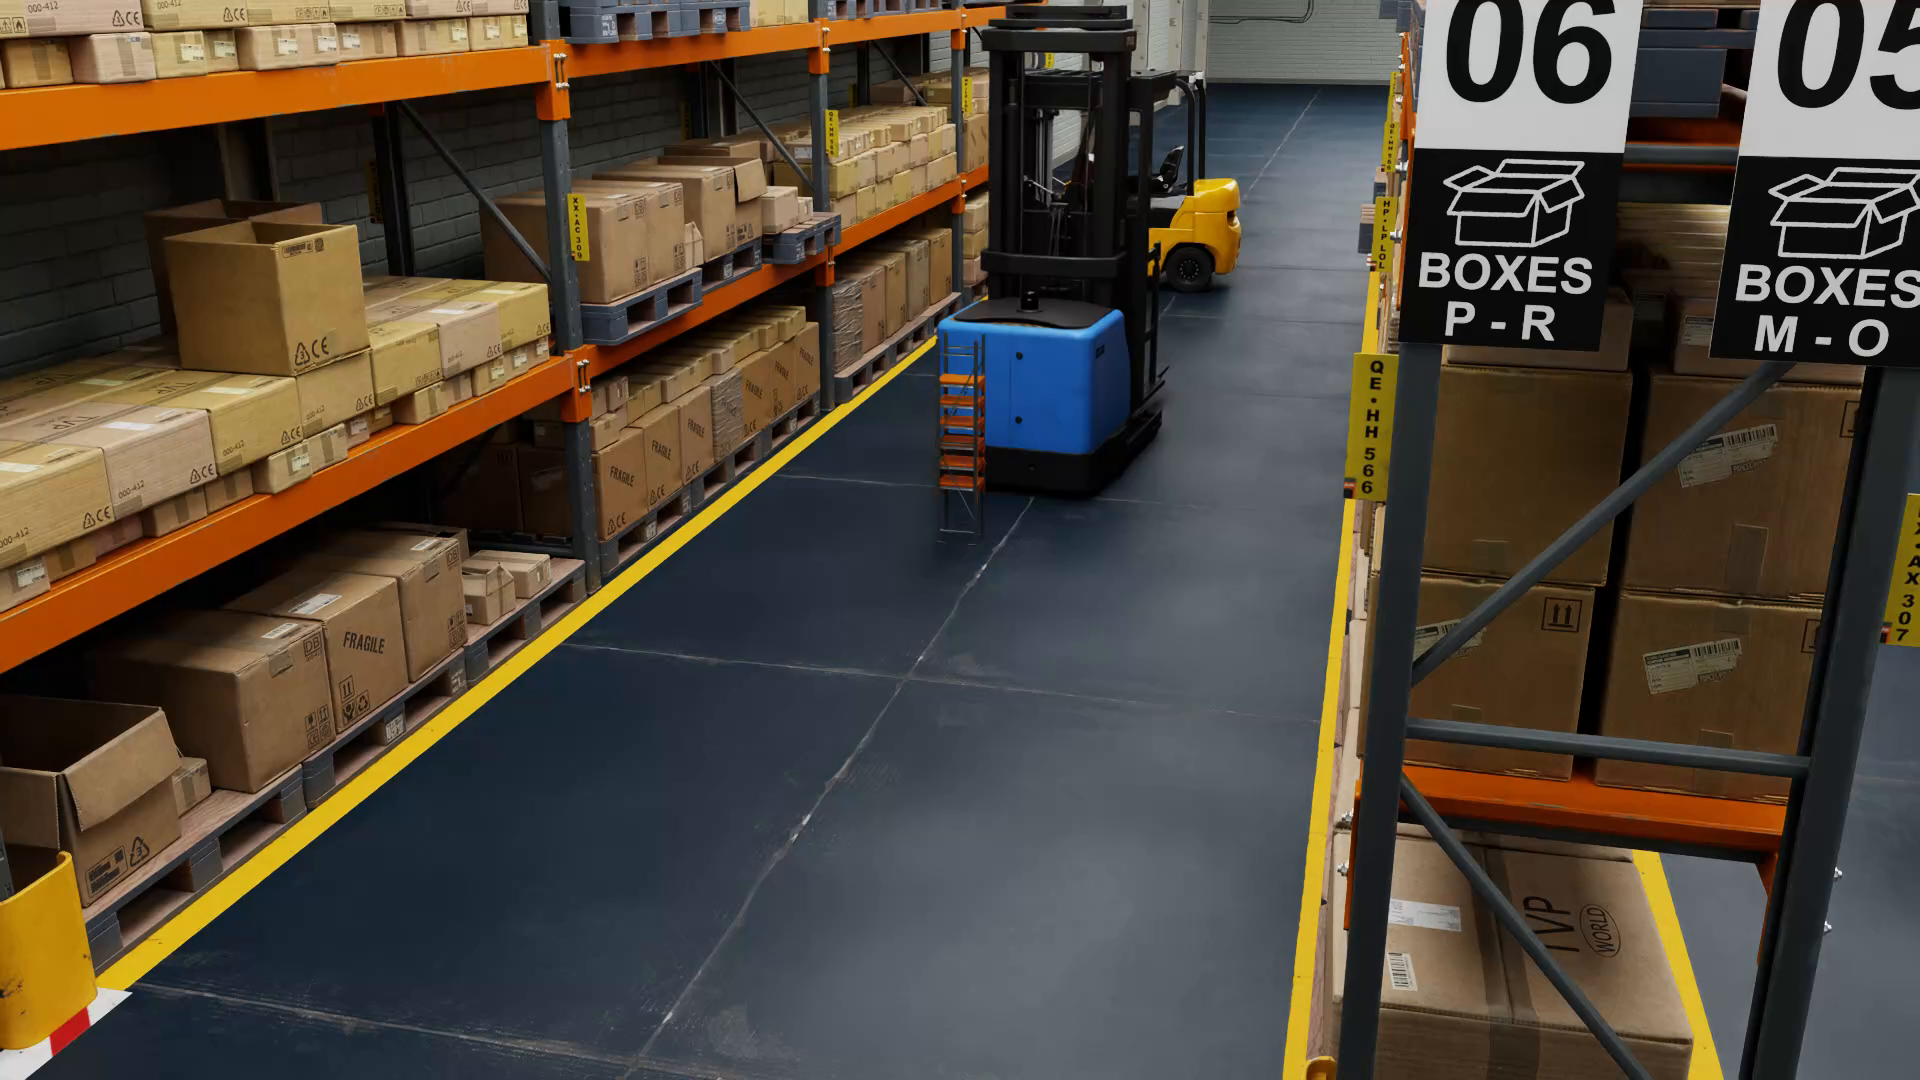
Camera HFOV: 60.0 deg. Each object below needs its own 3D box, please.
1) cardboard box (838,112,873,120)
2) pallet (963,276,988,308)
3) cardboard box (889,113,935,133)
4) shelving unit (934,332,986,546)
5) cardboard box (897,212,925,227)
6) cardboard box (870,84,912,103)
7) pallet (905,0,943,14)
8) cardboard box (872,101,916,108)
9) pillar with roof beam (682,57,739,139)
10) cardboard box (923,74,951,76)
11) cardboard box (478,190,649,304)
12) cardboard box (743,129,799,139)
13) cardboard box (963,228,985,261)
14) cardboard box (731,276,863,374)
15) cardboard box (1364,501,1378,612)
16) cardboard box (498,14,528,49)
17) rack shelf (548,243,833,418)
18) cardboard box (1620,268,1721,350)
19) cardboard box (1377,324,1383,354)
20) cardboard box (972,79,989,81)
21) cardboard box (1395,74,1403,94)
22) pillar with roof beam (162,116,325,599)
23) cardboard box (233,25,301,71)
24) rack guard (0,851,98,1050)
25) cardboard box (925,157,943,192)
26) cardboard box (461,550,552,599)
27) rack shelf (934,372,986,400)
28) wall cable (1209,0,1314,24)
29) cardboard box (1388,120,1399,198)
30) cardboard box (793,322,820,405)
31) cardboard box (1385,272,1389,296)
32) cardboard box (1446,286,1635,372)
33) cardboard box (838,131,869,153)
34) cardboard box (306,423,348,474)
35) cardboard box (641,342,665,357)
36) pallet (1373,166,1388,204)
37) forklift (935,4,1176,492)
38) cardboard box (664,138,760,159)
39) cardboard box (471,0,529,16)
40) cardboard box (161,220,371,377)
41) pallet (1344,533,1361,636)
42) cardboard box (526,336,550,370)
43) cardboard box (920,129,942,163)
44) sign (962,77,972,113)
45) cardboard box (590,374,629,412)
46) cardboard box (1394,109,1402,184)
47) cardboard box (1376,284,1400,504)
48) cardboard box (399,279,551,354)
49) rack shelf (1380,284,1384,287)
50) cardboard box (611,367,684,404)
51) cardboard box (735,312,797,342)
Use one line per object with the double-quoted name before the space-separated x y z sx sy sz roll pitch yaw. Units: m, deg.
"cardboard box" -0.982 -3.708 14.744 0.380 0.149 0.250 4 19 13
"pallet" -0.233 -2.613 17.011 1.003 0.211 1.213 5 19 13
"cardboard box" -0.428 -3.668 14.629 0.380 0.149 0.250 4 19 12
"shelving unit" 0.004 -0.572 9.507 0.258 1.200 0.189 5 19 13
"cardboard box" -0.535 -3.227 16.551 0.500 0.250 0.500 5 20 14
"cardboard box" -0.683 -4.306 16.034 0.380 0.149 0.250 5 19 14
"pallet" -0.671 -4.738 14.574 0.805 0.209 1.217 4 19 11
"cardboard box" -0.638 -4.162 16.074 0.380 0.149 0.250 5 19 13
"pillar with roof beam" 2.174 -5.412 11.609 9.100 9.000 0.400 5 19 13
"cardboard box" -0.185 -4.864 17.670 0.380 0.149 0.250 5 19 14
"cardboard box" -2.087 -1.559 8.807 0.700 0.500 0.500 5 20 15
"cardboard box" -1.492 -3.155 13.125 0.380 0.149 0.250 4 19 12
"cardboard box" -0.050 -2.948 16.508 0.500 0.250 0.500 5 19 13
"cardboard box" -1.279 -1.702 13.055 0.875 0.625 0.625 5 20 15
"cardboard box" 1.529 -0.072 5.103 0.500 0.500 0.500 5 20 15
"cardboard box" -2.224 -2.344 7.657 0.380 0.149 0.250 5 19 13
"rack shelf" -1.934 -1.466 10.451 1.077 0.370 4.000 5 19 13
"cardboard box" 1.765 -0.539 3.920 0.380 0.149 0.250 5 20 15
"cardboard box" 2.898 -0.746 9.869 0.875 0.875 0.875 5 19 14
"cardboard box" 0.127 -4.584 16.849 0.380 0.149 0.250 4 19 13
"cardboard box" 3.889 -3.870 14.109 0.380 0.149 0.250 5 19 13
"pillar with roof beam" 0.708 -3.531 6.103 9.100 9.000 0.400 5 19 13
"cardboard box" -2.628 -1.780 6.007 0.380 0.149 0.250 5 19 13
"rack guard" -3.381 1.234 5.302 1.175 0.500 0.348 5 19 13
"cardboard box" -0.455 -3.279 14.879 0.500 0.250 0.500 5 19 13
"cardboard box" -2.274 0.169 8.313 0.380 0.149 0.250 4 19 12
"rack shelf" 0.004 -0.871 9.405 0.258 0.103 0.180 5 19 13
"wall cable" 8.797 -16.385 48.539 3.097 2.526 0.112 5 19 13
"cardboard box" 3.211 -2.593 11.375 0.500 0.500 0.500 4 19 12
"cardboard box" -1.340 -1.299 12.068 0.500 0.500 0.500 5 20 15
"cardboard box" 2.499 -1.431 8.696 0.500 0.250 0.500 5 20 15
"cardboard box" 1.308 -0.490 3.777 0.380 0.149 0.250 5 19 14
"cardboard box" -0.928 -3.113 13.003 0.380 0.149 0.250 5 19 14
"cardboard box" -2.646 -0.372 6.524 0.380 0.149 0.250 5 20 15
"cardboard box" -2.139 -1.207 10.795 0.380 0.149 0.250 5 19 14
"pallet" 4.019 -2.977 14.059 1.003 0.211 1.213 5 19 13
"forklift" 0.812 -2.128 11.383 1.130 2.935 3.031 7 20 18
"cardboard box" -1.722 -2.530 11.649 0.500 0.500 0.500 6 20 16
"cardboard box" -2.297 -2.497 7.490 0.500 0.250 0.500 5 19 14
"cardboard box" -2.661 -0.941 6.414 0.500 0.500 0.500 5 20 15
"pallet" 2.507 0.283 8.531 1.003 0.211 1.213 5 19 13
"cardboard box" -2.255 -0.940 8.189 0.380 0.149 0.250 5 19 14
"cardboard box" -0.459 -3.516 14.800 0.500 0.250 0.500 4 19 12
"sign" 0.061 -4.157 15.549 0.100 0.325 0.005 5 19 13
"cardboard box" -2.060 -0.819 9.199 0.380 0.149 0.250 4 19 11
"cardboard box" 3.011 -2.427 10.452 0.500 0.500 0.500 4 19 12
"cardboard box" 1.401 -0.391 4.490 0.500 0.500 0.500 5 19 14
"cardboard box" -2.310 -1.070 7.952 0.500 0.250 0.500 5 20 15
"rack shelf" 3.858 -2.328 12.977 1.077 0.370 4.000 5 19 13
"cardboard box" -1.881 -0.930 9.984 0.380 0.149 0.250 5 19 13
"cardboard box" -1.357 -1.493 11.632 0.380 0.149 0.250 4 19 11
